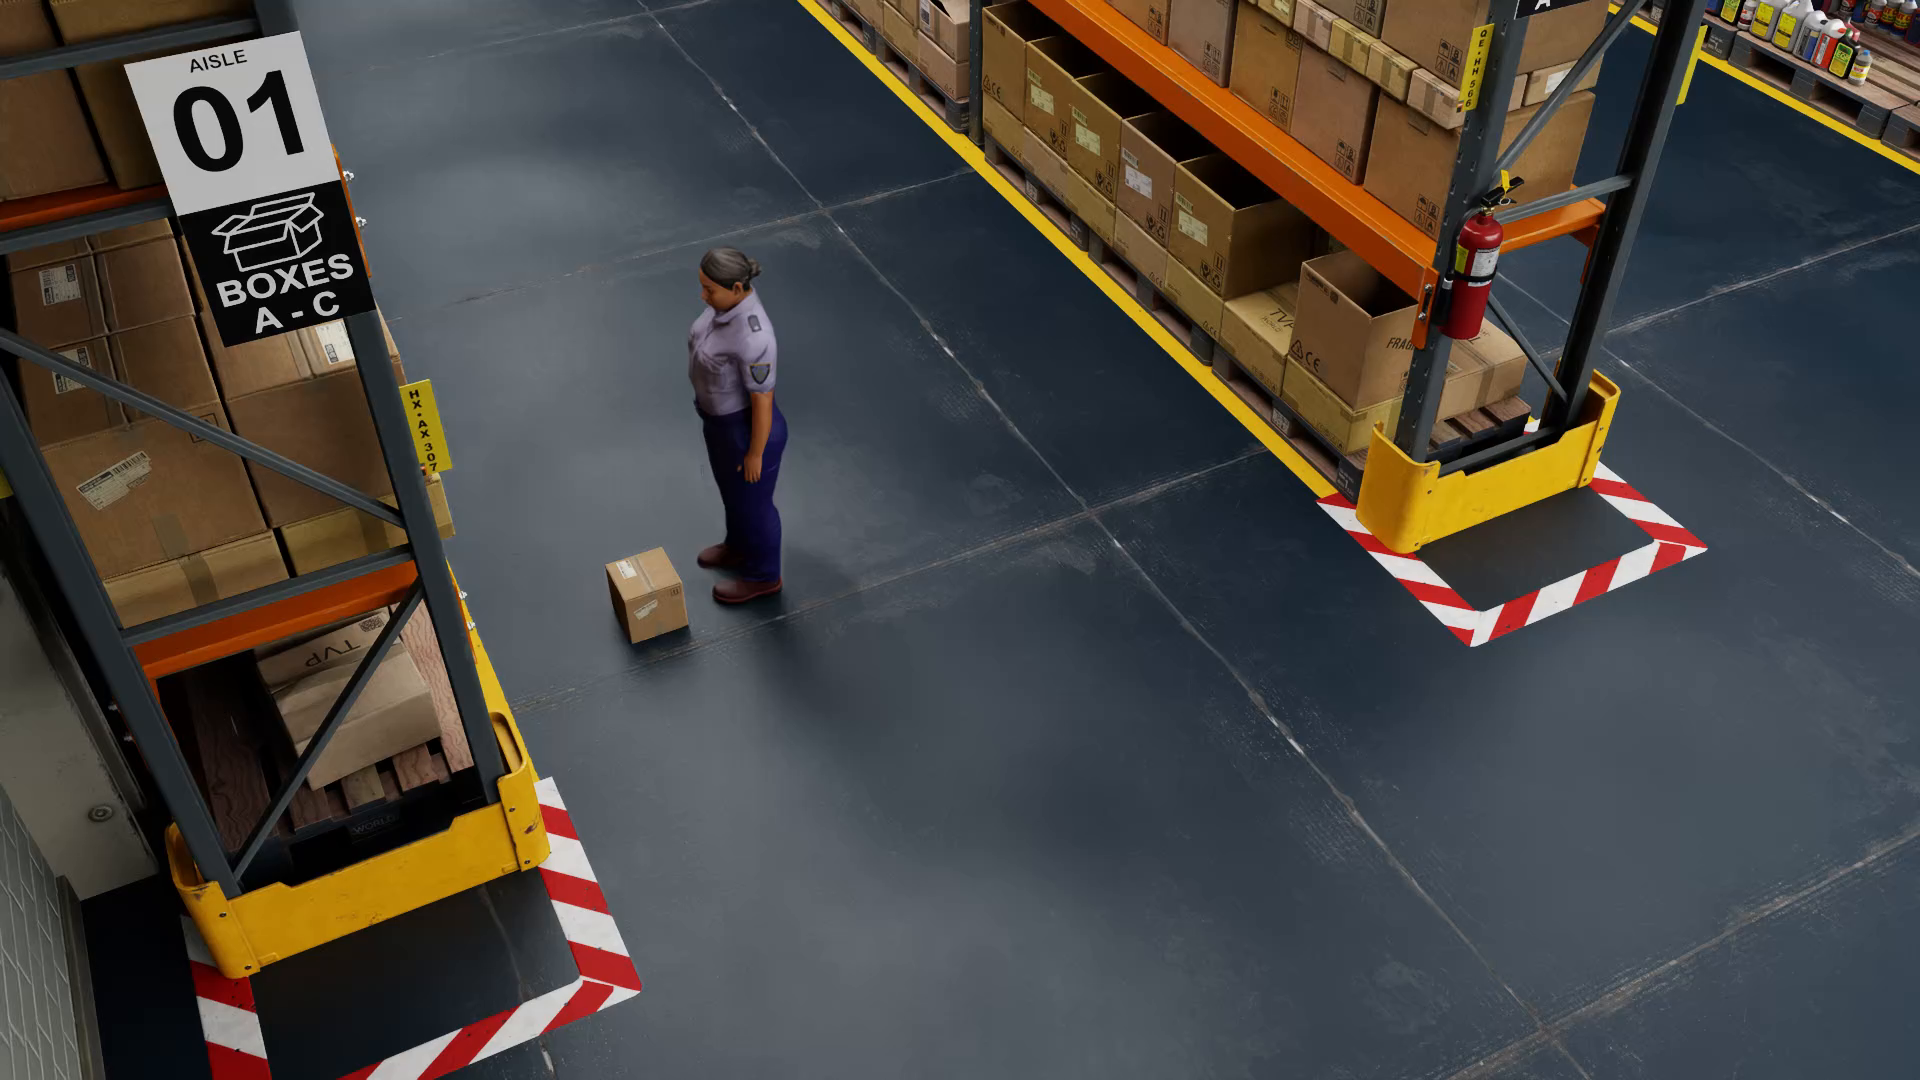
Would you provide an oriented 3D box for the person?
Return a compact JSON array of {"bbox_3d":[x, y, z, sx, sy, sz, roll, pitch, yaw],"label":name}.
[{"bbox_3d":[-0.905,-0.444,6.659,0.390,1.671,0.490,-14,43,-15],"label":"person"}]
